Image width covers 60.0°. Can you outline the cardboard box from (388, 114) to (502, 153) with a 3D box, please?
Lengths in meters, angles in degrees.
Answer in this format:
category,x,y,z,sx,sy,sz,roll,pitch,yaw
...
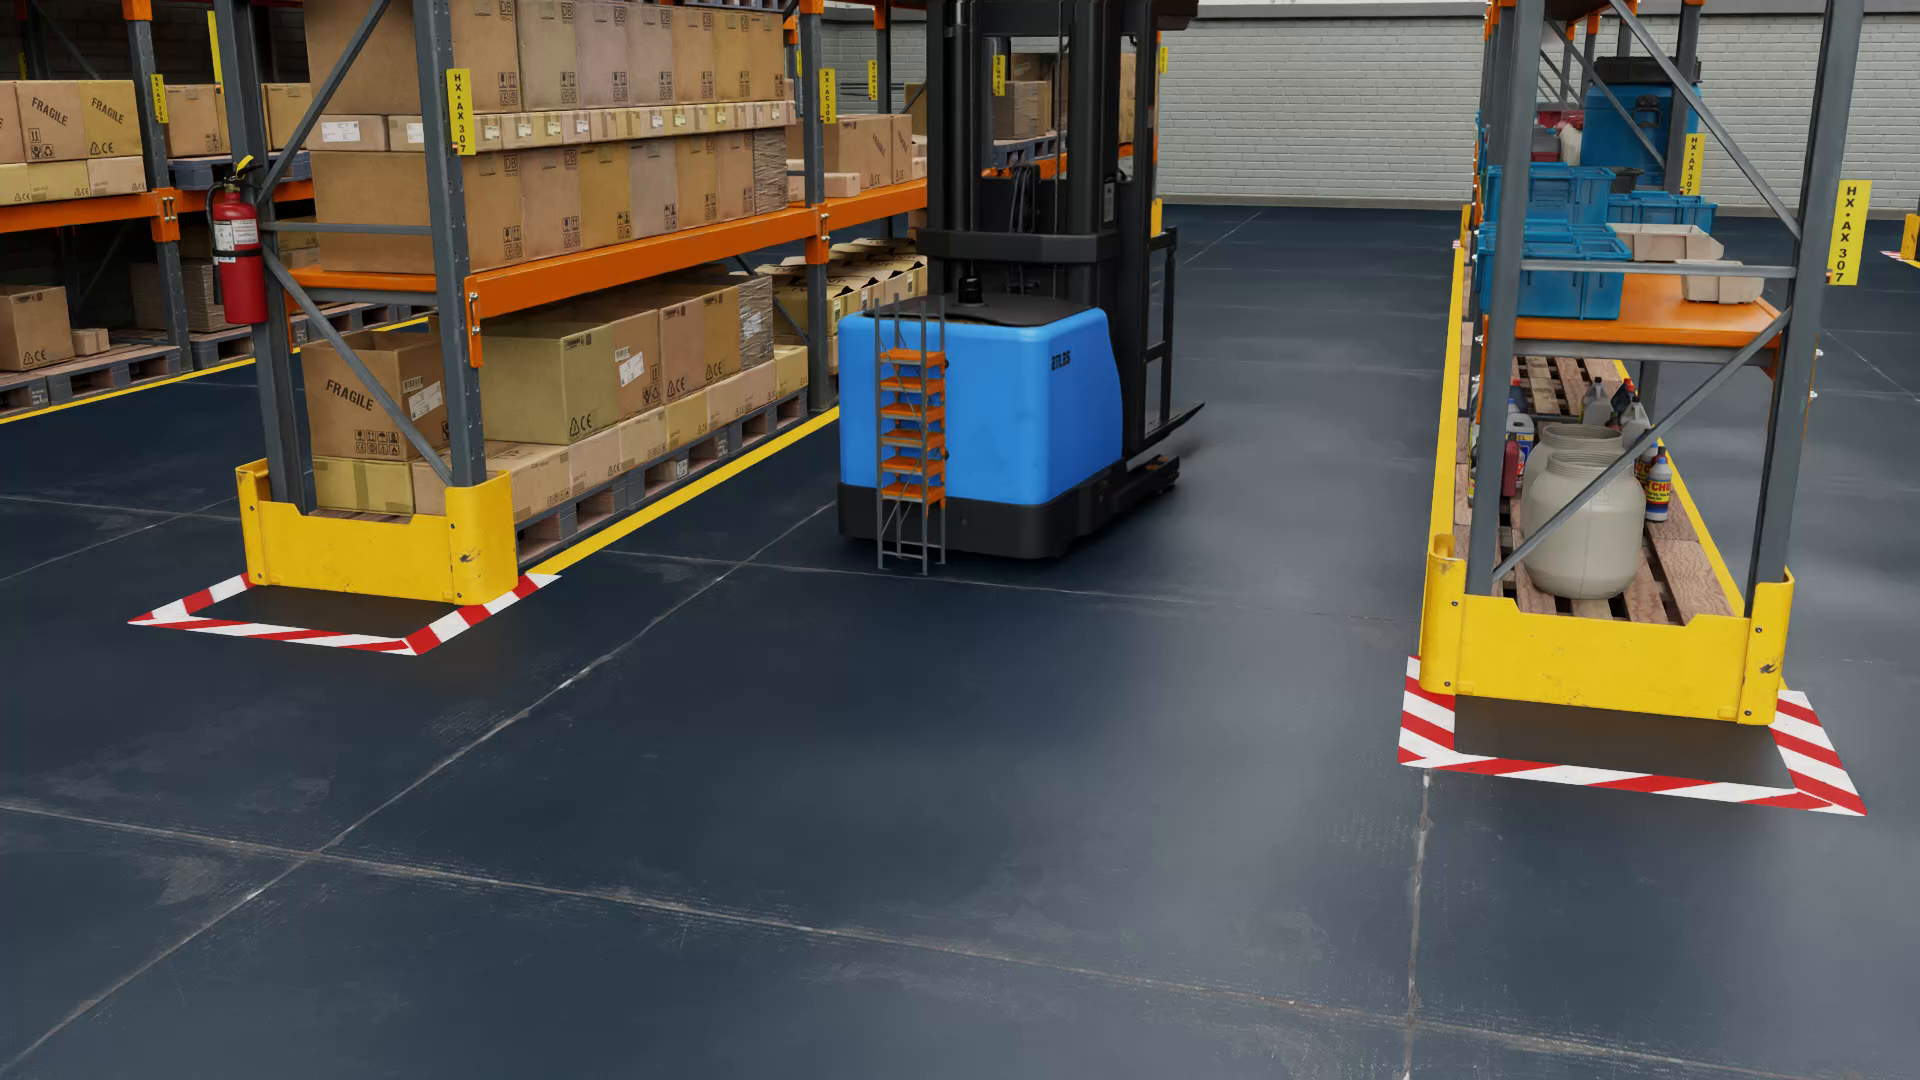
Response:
category,x,y,z,sx,sy,sz,roll,pitch,yaw
cardboard box,-2.164,-1.710,6.990,0.380,0.149,0.250,5,16,15

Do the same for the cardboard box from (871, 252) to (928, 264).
category,x,y,z,sx,sy,sz,roll,pitch,yaw
cardboard box,-0.408,-2.082,12.913,0.500,0.311,0.500,5,16,16

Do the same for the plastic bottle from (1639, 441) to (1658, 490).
category,x,y,z,sx,sy,sz,roll,pitch,yaw
plastic bottle,3.178,-0.318,7.647,0.097,0.271,0.097,0,16,0

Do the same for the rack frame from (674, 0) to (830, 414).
category,x,y,z,sx,sy,sz,roll,pitch,yaw
rack frame,-1.345,-2.311,10.479,1.000,3.000,0.127,5,16,16

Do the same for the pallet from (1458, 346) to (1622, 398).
category,x,y,z,sx,sy,sz,roll,pitch,yaw
pallet,3.934,-1.113,11.365,1.003,0.211,1.213,5,16,16

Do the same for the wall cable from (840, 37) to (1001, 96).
category,x,y,z,sx,sy,sz,roll,pitch,yaw
wall cable,-0.735,-8.678,27.622,3.097,2.526,0.112,5,16,16

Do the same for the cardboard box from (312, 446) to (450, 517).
category,x,y,z,sx,sy,sz,roll,pitch,yaw
cardboard box,-2.612,-0.307,7.682,0.500,0.250,0.500,5,16,16

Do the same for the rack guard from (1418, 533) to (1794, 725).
category,x,y,z,sx,sy,sz,roll,pitch,yaw
rack guard,2.243,0.300,5.855,1.175,0.500,0.348,5,16,16

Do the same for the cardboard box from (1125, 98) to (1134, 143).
category,x,y,z,sx,sy,sz,roll,pitch,yaw
cardboard box,1.765,-4.962,19.643,0.500,0.500,0.500,4,16,15

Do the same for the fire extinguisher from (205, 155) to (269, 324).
category,x,y,z,sx,sy,sz,roll,pitch,yaw
fire extinguisher,-2.960,-1.232,6.818,0.296,0.674,0.183,5,16,16

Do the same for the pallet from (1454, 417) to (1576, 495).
category,x,y,z,sx,sy,sz,roll,pitch,yaw
pallet,3.172,-0.412,8.893,1.003,0.211,1.213,5,16,16

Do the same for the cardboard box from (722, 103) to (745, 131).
category,x,y,z,sx,sy,sz,roll,pitch,yaw
cardboard box,-1.435,-2.381,9.355,0.380,0.149,0.250,5,16,16

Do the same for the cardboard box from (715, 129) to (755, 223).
category,x,y,z,sx,sy,sz,roll,pitch,yaw
cardboard box,-1.609,-2.104,9.566,0.700,0.500,0.500,4,16,15

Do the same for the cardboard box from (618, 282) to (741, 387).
category,x,y,z,sx,sy,sz,roll,pitch,yaw
cardboard box,-1.559,-1.151,9.286,0.500,0.500,0.500,5,16,16

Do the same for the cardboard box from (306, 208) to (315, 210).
category,x,y,z,sx,sy,sz,roll,pitch,yaw
cardboard box,-5.335,-2.773,14.511,0.500,0.250,0.500,5,17,17

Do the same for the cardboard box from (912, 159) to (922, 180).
category,x,y,z,sx,sy,sz,roll,pitch,yaw
cardboard box,-0.516,-2.898,13.011,0.380,0.149,0.250,6,17,20

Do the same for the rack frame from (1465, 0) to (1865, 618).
category,x,y,z,sx,sy,sz,roll,pitch,yaw
rack frame,2.267,-0.879,5.431,1.000,3.000,0.127,5,16,16

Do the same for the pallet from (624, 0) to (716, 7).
category,x,y,z,sx,sy,sz,roll,pitch,yaw
pallet,-3.579,-6.400,19.563,1.003,0.211,1.213,5,16,16

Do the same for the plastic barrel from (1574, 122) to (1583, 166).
category,x,y,z,sx,sy,sz,roll,pitch,yaw
plastic barrel,3.885,-2.224,9.925,0.433,0.535,0.433,0,16,0

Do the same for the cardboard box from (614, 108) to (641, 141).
category,x,y,z,sx,sy,sz,roll,pitch,yaw
cardboard box,-1.799,-2.047,8.178,0.380,0.149,0.250,4,16,15

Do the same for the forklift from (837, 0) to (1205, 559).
category,x,y,z,sx,sy,sz,roll,pitch,yaw
forklift,0.515,-1.682,8.389,1.130,2.935,3.031,7,17,24

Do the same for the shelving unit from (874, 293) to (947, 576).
category,x,y,z,sx,sy,sz,roll,pitch,yaw
shelving unit,-0.214,-0.456,7.238,0.258,1.200,0.189,7,17,24

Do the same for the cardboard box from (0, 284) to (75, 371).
category,x,y,z,sx,sy,sz,roll,pitch,yaw
cardboard box,-6.352,-1.428,11.142,0.500,0.500,0.500,3,16,12

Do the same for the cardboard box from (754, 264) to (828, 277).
category,x,y,z,sx,sy,sz,roll,pitch,yaw
cardboard box,-1.219,-1.855,12.113,0.500,0.311,0.500,5,16,16

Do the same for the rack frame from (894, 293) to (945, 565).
category,x,y,z,sx,sy,sz,roll,pitch,yaw
rack frame,-0.176,-0.479,7.318,0.240,1.200,0.006,7,17,24

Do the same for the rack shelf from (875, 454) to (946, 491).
category,x,y,z,sx,sy,sz,roll,pitch,yaw
rack shelf,-0.214,-0.298,7.283,0.258,0.103,0.180,7,17,24

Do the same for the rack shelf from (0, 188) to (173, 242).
category,x,y,z,sx,sy,sz,roll,pitch,yaw
rack shelf,-6.664,-1.824,10.083,1.077,0.370,4.000,5,16,16

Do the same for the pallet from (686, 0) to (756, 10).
category,x,y,z,sx,sy,sz,roll,pitch,yaw
pallet,-3.231,-6.719,20.685,1.003,0.211,1.213,5,16,16

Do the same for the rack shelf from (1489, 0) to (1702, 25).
category,x,y,z,sx,sy,sz,roll,pitch,yaw
rack shelf,3.972,-3.546,10.655,1.077,0.370,4.000,5,16,16

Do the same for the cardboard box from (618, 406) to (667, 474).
category,x,y,z,sx,sy,sz,roll,pitch,yaw
cardboard box,-1.835,-0.528,8.464,0.500,0.250,0.500,5,16,16

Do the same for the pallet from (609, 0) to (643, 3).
category,x,y,z,sx,sy,sz,roll,pitch,yaw
pallet,-4.035,-5.894,17.966,0.805,0.209,1.217,4,16,14

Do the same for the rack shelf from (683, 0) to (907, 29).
category,x,y,z,sx,sy,sz,roll,pitch,yaw
rack shelf,-0.776,-3.931,12.012,1.077,0.370,4.000,5,16,16

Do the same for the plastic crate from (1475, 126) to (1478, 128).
category,x,y,z,sx,sy,sz,roll,pitch,yaw
plastic crate,6.257,-4.850,19.806,0.250,0.136,0.298,5,16,16

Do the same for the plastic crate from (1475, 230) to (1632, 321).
category,x,y,z,sx,sy,sz,roll,pitch,yaw
plastic crate,2.122,-0.962,5.995,0.499,0.251,0.616,5,16,16

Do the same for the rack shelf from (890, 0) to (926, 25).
category,x,y,z,sx,sy,sz,roll,pitch,yaw
rack shelf,0.360,-4.977,15.702,1.077,0.370,4.000,5,16,16

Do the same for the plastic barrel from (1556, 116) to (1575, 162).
category,x,y,z,sx,sy,sz,roll,pitch,yaw
plastic barrel,4.452,-2.740,11.788,0.421,0.512,0.421,0,16,0

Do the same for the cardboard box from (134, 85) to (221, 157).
category,x,y,z,sx,sy,sz,roll,pitch,yaw
cardboard box,-5.918,-3.084,12.216,0.700,0.500,0.500,5,16,16

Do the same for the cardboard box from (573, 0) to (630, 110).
category,x,y,z,sx,sy,sz,roll,pitch,yaw
cardboard box,-2.035,-2.341,8.026,0.700,0.500,0.500,5,16,16

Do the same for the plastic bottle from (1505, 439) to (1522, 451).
category,x,y,z,sx,sy,sz,roll,pitch,yaw
plastic bottle,2.677,-0.405,8.081,0.097,0.201,0.097,0,16,0

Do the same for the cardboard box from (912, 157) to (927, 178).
category,x,y,z,sx,sy,sz,roll,pitch,yaw
cardboard box,-0.199,-2.980,13.297,0.380,0.149,0.250,5,16,16

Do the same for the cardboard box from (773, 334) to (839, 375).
category,x,y,z,sx,sy,sz,roll,pitch,yaw
cardboard box,-0.993,-1.276,11.101,0.500,0.250,0.500,4,16,15

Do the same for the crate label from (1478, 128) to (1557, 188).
category,x,y,z,sx,sy,sz,roll,pitch,yaw
crate label,3.998,-2.750,11.963,0.502,0.435,0.616,5,16,16

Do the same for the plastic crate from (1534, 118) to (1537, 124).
category,x,y,z,sx,sy,sz,roll,pitch,yaw
plastic crate,6.287,-4.376,17.866,0.437,0.282,0.530,5,16,16

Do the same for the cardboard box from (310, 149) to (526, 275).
category,x,y,z,sx,sy,sz,roll,pitch,yaw
cardboard box,-2.337,-1.433,7.203,0.700,0.500,0.500,5,16,16

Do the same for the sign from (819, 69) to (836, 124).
category,x,y,z,sx,sy,sz,roll,pitch,yaw
sign,-0.812,-2.723,10.199,0.100,0.325,0.005,5,16,16

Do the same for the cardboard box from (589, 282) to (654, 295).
category,x,y,z,sx,sy,sz,roll,pitch,yaw
cardboard box,-2.061,-1.192,9.430,0.500,0.500,0.500,5,16,16

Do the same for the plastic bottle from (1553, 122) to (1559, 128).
category,x,y,z,sx,sy,sz,roll,pitch,yaw
plastic bottle,5.591,-3.740,15.609,0.144,0.351,0.185,5,16,16

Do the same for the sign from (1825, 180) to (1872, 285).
category,x,y,z,sx,sy,sz,roll,pitch,yaw
sign,2.793,-0.968,5.239,0.100,0.325,0.005,5,16,16

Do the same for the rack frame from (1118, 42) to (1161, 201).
category,x,y,z,sx,sy,sz,roll,pitch,yaw
rack frame,2.065,-5.450,21.547,1.000,3.000,0.127,5,16,16

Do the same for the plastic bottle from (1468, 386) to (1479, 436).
category,x,y,z,sx,sy,sz,roll,pitch,yaw
plastic bottle,2.827,-0.691,8.953,0.152,0.276,0.135,5,17,18

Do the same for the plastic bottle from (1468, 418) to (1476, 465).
category,x,y,z,sx,sy,sz,roll,pitch,yaw
plastic bottle,2.602,-0.523,8.225,0.144,0.351,0.185,4,16,15

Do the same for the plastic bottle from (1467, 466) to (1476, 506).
category,x,y,z,sx,sy,sz,roll,pitch,yaw
plastic bottle,2.368,-0.259,7.567,0.097,0.201,0.097,0,16,0

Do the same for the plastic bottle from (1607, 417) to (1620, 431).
category,x,y,z,sx,sy,sz,roll,pitch,yaw
plastic bottle,3.198,-0.471,8.164,0.061,0.283,0.133,5,16,16

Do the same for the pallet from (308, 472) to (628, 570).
category,x,y,z,sx,sy,sz,roll,pitch,yaw
pallet,-2.304,-0.126,7.886,1.003,0.211,1.213,5,16,16

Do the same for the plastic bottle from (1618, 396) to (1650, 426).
category,x,y,z,sx,sy,sz,roll,pitch,yaw
plastic bottle,3.350,-0.537,8.275,0.144,0.351,0.185,5,16,16

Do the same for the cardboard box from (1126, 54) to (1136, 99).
category,x,y,z,sx,sy,sz,roll,pitch,yaw
cardboard box,1.771,-5.439,19.492,0.500,0.500,0.500,5,17,18
